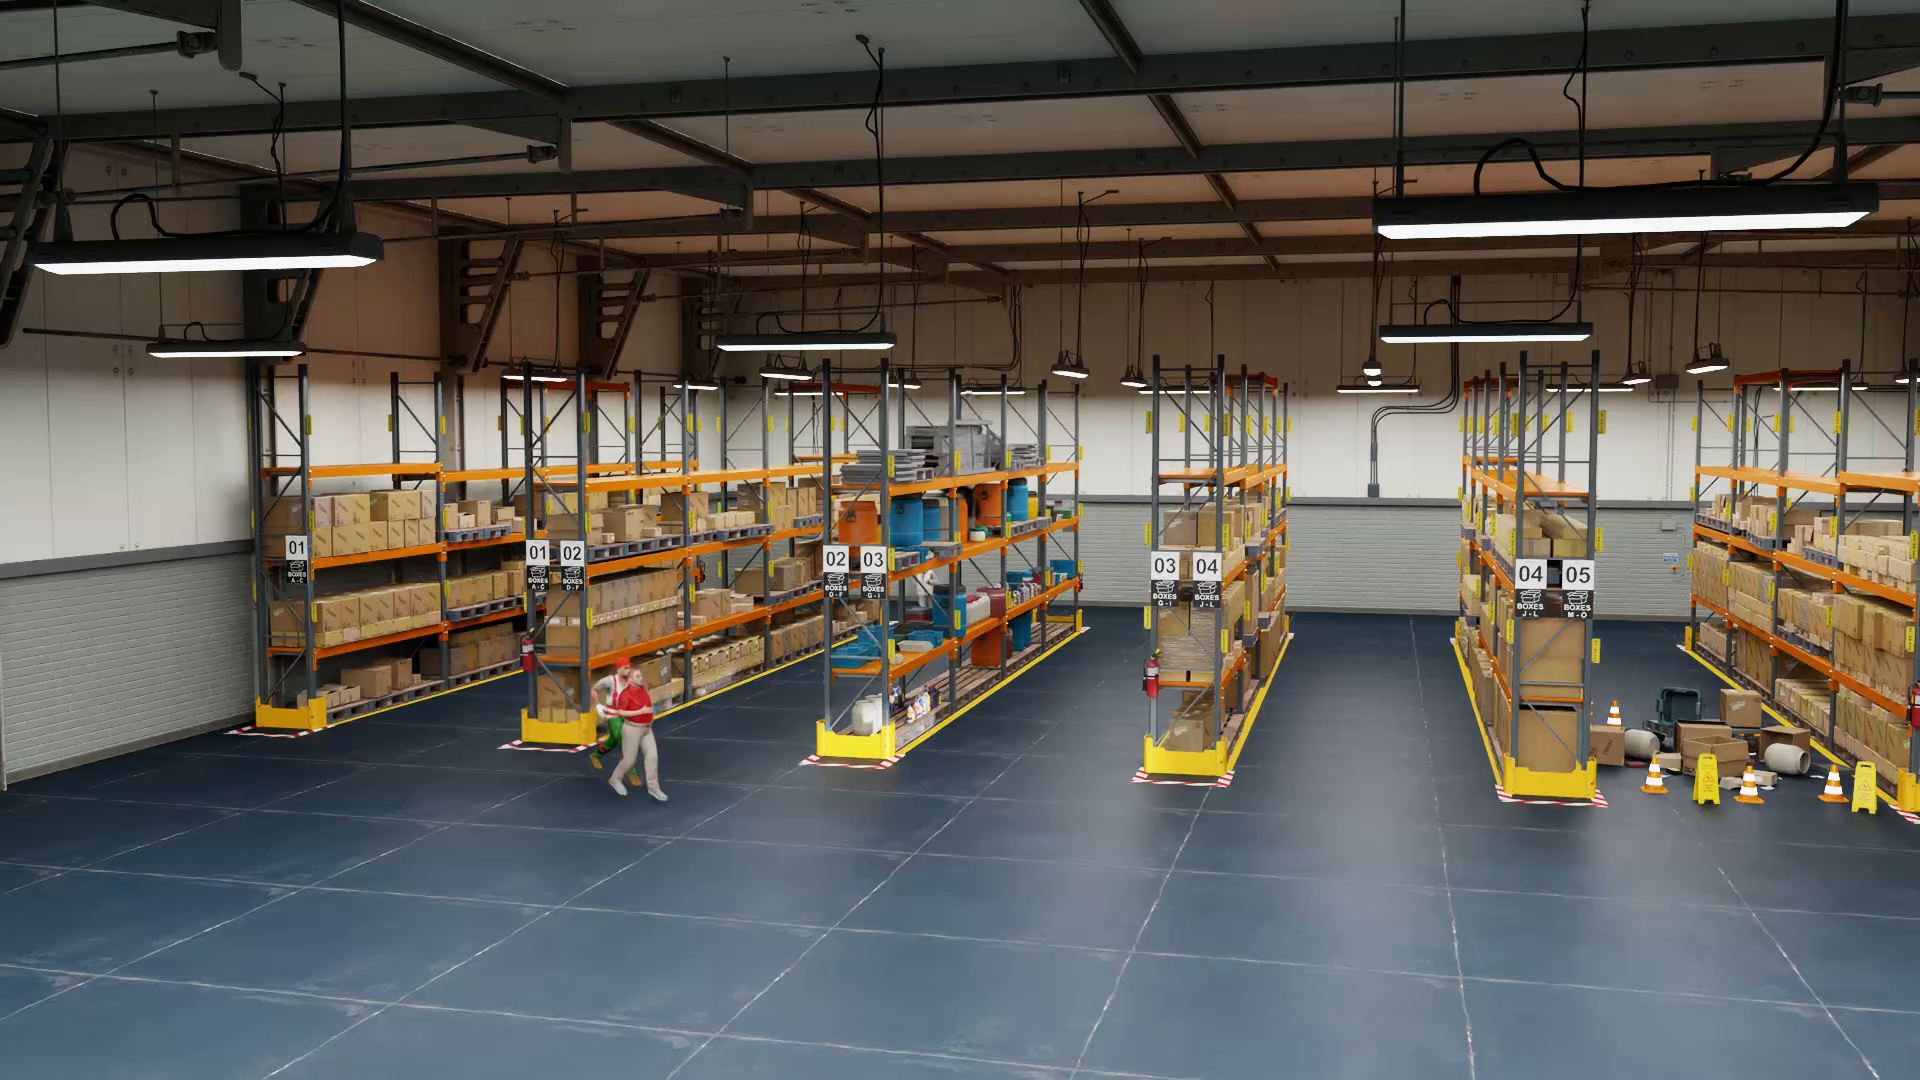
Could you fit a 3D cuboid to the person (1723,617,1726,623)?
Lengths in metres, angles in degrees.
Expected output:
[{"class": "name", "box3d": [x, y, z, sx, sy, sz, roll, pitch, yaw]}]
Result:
[{"class": "person", "box3d": [17.592, 1.589, 37.989, 0.673, 1.641, 0.827, -3, 5, -36]}]

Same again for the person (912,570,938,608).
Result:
[{"class": "person", "box3d": [-0.852, 1.347, 40.409, 0.658, 1.840, 0.749, 0, 4, 4]}]

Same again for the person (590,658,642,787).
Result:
[{"class": "person", "box3d": [-4.843, 2.513, 23.368, 1.130, 1.780, 0.660, 3, 5, 38]}]

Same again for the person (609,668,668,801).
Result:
[{"class": "person", "box3d": [-4.316, 2.588, 22.224, 0.898, 1.752, 0.653, 3, 5, 33]}]
